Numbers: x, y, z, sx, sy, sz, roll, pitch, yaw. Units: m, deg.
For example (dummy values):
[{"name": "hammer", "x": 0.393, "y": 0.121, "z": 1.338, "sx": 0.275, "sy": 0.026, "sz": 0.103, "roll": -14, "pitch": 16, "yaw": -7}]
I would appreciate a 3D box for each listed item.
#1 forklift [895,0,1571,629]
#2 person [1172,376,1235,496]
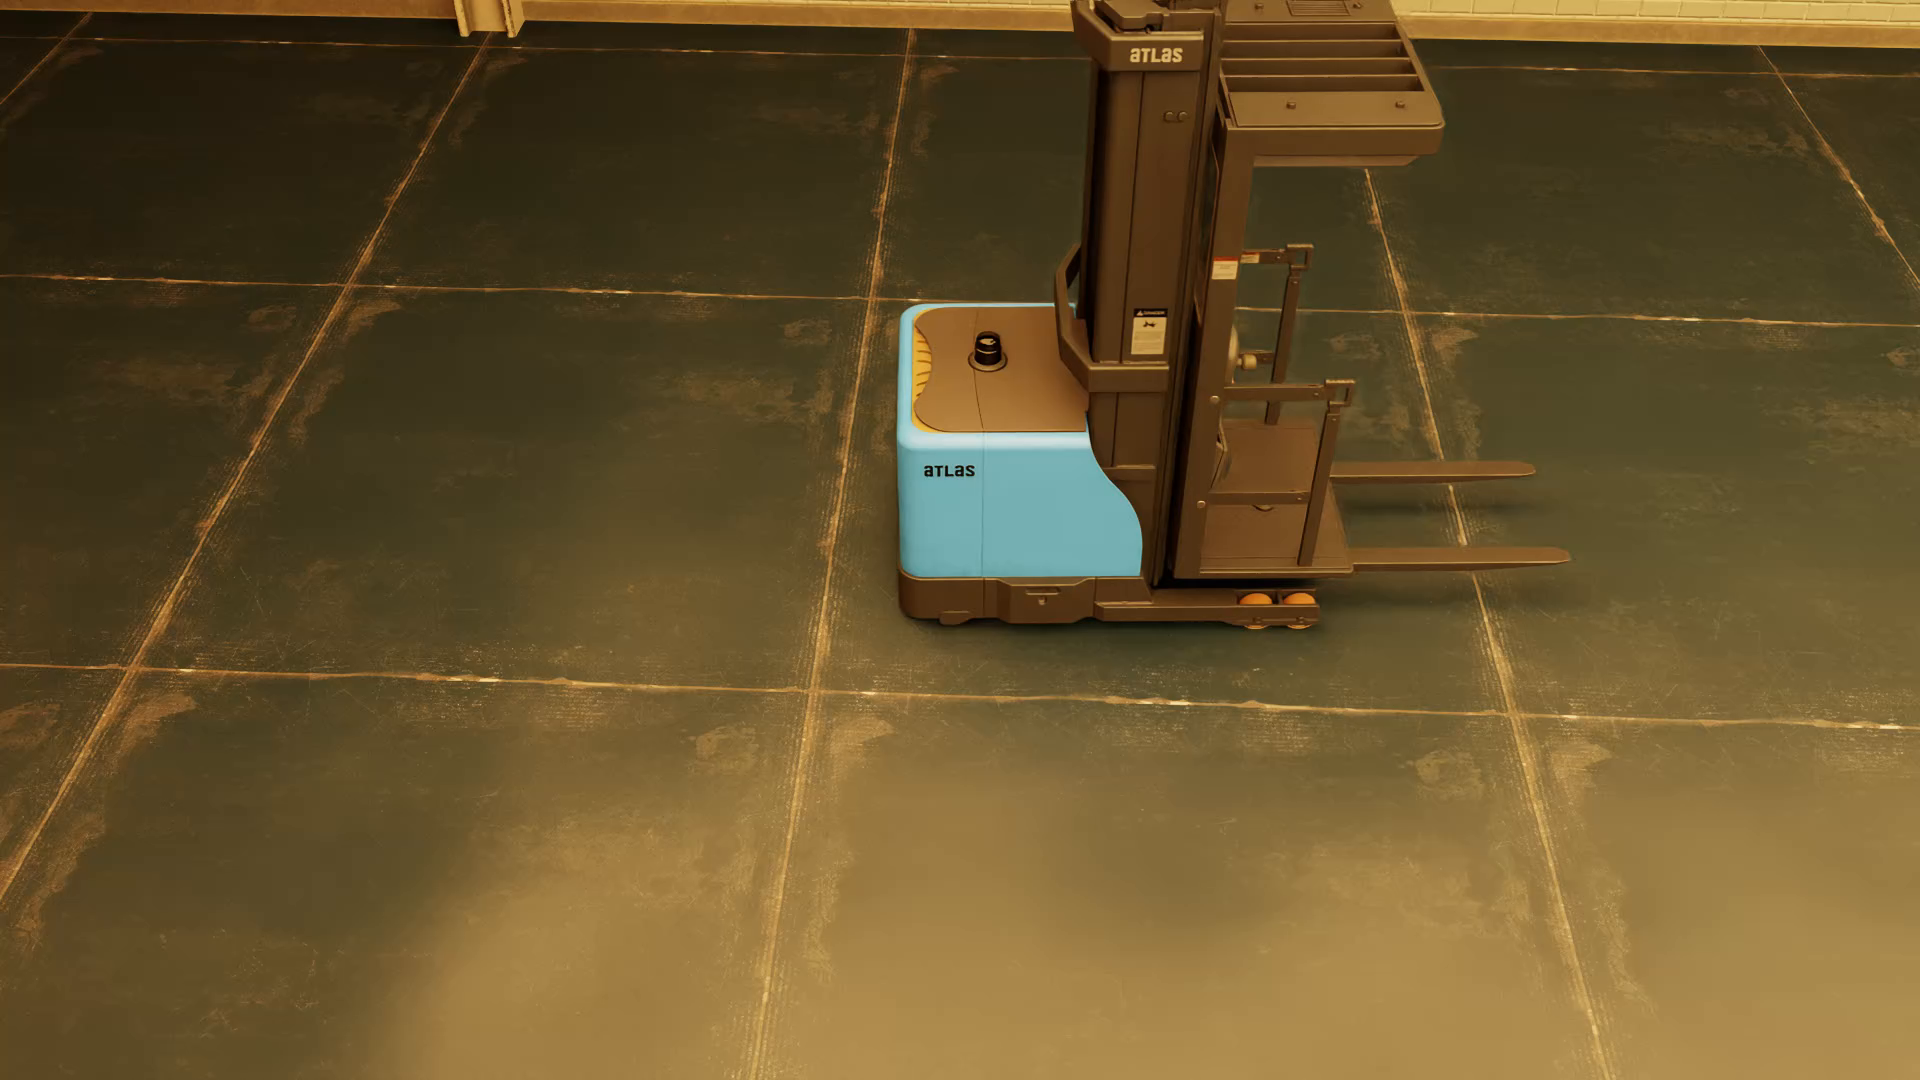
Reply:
[{"name": "forklift", "x": 1.236, "y": -1.042, "z": 6.884, "sx": 3.031, "sy": 2.935, "sz": 1.130, "roll": 0, "pitch": 42, "yaw": 0}, {"name": "person", "x": 0.943, "y": -0.534, "z": 7.378, "sx": 0.707, "sy": 1.514, "sz": 0.528, "roll": -32, "pitch": 51, "yaw": -30}]
